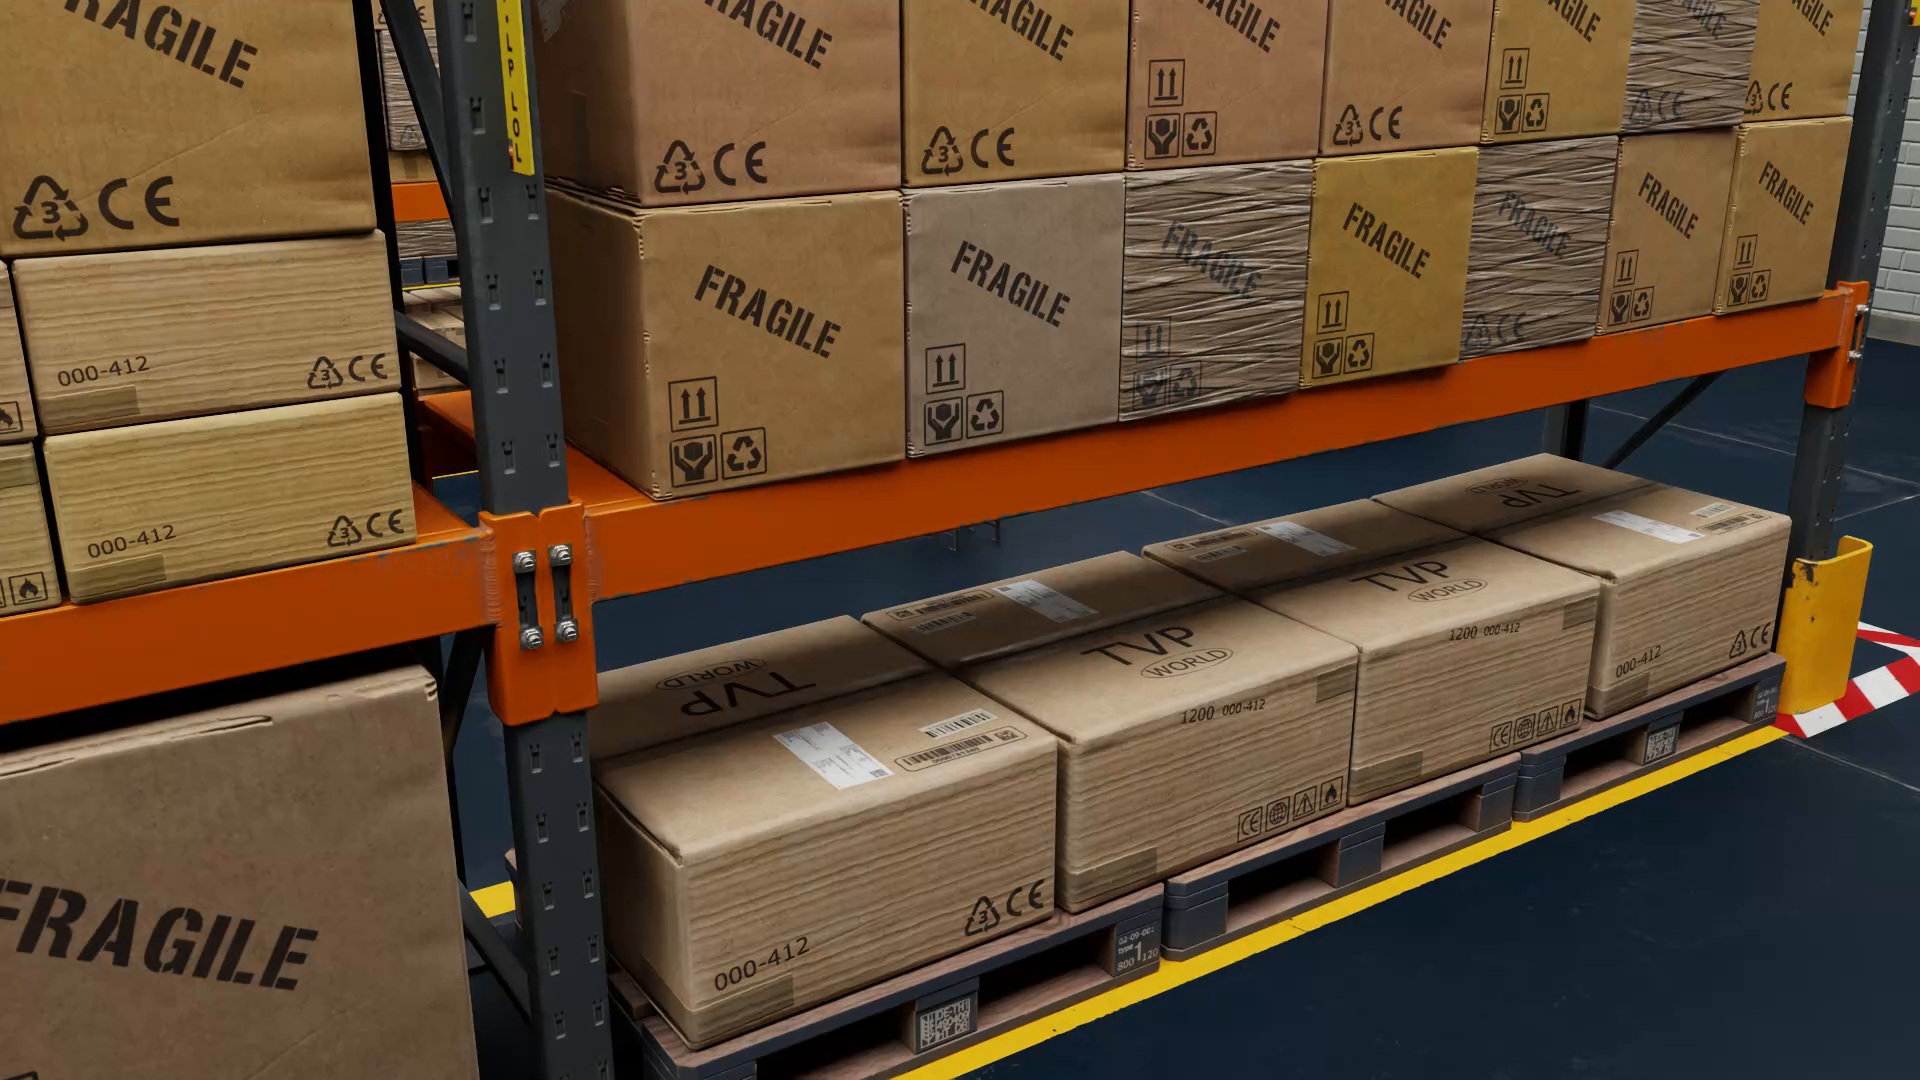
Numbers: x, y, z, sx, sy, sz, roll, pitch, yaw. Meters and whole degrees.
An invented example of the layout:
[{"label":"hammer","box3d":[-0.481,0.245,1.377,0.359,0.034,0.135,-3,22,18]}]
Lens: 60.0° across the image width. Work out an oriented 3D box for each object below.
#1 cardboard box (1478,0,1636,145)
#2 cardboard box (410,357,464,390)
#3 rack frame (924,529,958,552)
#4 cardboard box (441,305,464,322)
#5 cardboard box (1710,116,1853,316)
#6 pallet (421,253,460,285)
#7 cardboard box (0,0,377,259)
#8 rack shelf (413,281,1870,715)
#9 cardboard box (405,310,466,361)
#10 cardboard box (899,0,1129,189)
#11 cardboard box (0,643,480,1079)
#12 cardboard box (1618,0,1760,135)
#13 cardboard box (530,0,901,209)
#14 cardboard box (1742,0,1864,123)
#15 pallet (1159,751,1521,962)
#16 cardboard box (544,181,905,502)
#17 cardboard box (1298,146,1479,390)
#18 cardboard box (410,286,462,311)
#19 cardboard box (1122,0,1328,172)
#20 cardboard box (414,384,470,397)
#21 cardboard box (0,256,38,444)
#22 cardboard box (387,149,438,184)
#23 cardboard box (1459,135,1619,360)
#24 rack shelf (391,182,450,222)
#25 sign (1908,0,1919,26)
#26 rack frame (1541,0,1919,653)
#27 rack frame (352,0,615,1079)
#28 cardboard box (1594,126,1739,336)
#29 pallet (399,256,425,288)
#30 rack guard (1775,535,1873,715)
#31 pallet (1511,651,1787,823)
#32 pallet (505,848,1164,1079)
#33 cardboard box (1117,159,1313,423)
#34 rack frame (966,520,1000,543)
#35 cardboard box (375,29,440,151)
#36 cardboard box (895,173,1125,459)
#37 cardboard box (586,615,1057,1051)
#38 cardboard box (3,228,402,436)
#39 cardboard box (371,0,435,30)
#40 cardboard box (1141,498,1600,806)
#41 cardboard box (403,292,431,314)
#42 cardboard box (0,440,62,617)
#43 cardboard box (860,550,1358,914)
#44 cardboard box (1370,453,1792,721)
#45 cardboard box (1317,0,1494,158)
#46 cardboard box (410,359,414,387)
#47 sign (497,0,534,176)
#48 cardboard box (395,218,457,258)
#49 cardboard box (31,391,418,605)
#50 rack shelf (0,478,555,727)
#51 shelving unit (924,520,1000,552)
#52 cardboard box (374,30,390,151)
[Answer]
[{"label":"cardboard box","box3d":[1.255,-1.240,4.012,0.500,0.500,0.500,-12,22,-32]},{"label":"cardboard box","box3d":[-2.491,-0.833,7.857,0.250,0.149,0.380,-11,21,-29]},{"label":"rack frame","box3d":[-0.078,-0.410,6.552,0.006,0.900,0.240,-12,22,-31]},{"label":"cardboard box","box3d":[-2.292,-1.027,7.965,0.250,0.149,0.380,-13,23,-34]},{"label":"cardboard box","box3d":[2.105,-0.946,4.702,0.500,0.500,0.500,-12,22,-31]},{"label":"pallet","box3d":[-3.713,-2.222,12.987,1.213,0.211,1.003,-12,22,-31]},{"label":"cardboard box","box3d":[-1.213,-0.725,2.487,0.500,0.500,0.500,-11,22,-30]},{"label":"rack shelf","box3d":[0.692,-0.361,4.252,4.000,0.370,1.077,-12,22,-31]},{"label":"cardboard box","box3d":[-2.474,-0.957,7.757,0.250,0.149,0.380,-11,22,-30]},{"label":"cardboard box","box3d":[-0.022,-0.977,3.233,0.500,0.500,0.500,-12,22,-32]},{"label":"cardboard box","box3d":[-1.452,0.589,2.981,0.875,0.875,0.875,-11,22,-30]},{"label":"cardboard box","box3d":[1.670,-1.326,4.267,0.500,0.500,0.500,-12,22,-31]},{"label":"cardboard box","box3d":[-0.448,-0.890,2.975,0.500,0.500,0.500,-12,22,-31]},{"label":"cardboard box","box3d":[2.091,-1.426,4.563,0.500,0.500,0.500,-11,22,-30]},{"label":"pallet","box3d":[0.720,0.642,4.515,1.213,0.211,1.003,-12,22,-31]},{"label":"cardboard box","box3d":[-0.442,-0.409,3.116,0.500,0.500,0.500,-11,22,-30]},{"label":"cardboard box","box3d":[0.829,-0.674,3.897,0.500,0.500,0.500,-11,22,-30]},{"label":"cardboard box","box3d":[-2.582,-1.168,8.381,0.250,0.149,0.380,-13,23,-33]},{"label":"cardboard box","box3d":[0.412,-1.064,3.491,0.500,0.500,0.500,-11,22,-30]},{"label":"cardboard box","box3d":[-2.513,-0.702,7.932,0.250,0.149,0.380,-13,23,-34]},{"label":"cardboard box","box3d":[-1.626,-0.282,2.350,0.500,0.250,0.500,-11,22,-30]},{"label":"cardboard box","box3d":[-2.523,-1.699,7.478,0.250,0.149,0.380,-11,22,-30]},{"label":"cardboard box","box3d":[1.253,-0.768,4.177,0.500,0.500,0.500,-11,22,-30]},{"label":"rack shelf","box3d":[-2.115,-1.667,8.116,4.000,0.370,1.077,-12,22,-31]},{"label":"sign","box3d":[2.649,-1.567,4.519,0.005,0.325,0.100,-12,22,-31]},{"label":"rack frame","box3d":[2.362,-1.054,5.179,0.127,3.000,1.000,-12,22,-31]},{"label":"rack frame","box3d":[-0.978,-0.349,3.095,0.127,3.000,1.000,-12,22,-31]},{"label":"cardboard box","box3d":[1.678,-0.861,4.452,0.500,0.500,0.500,-12,22,-33]},{"label":"pallet","box3d":[-4.731,-2.008,12.356,1.213,0.211,1.003,-12,22,-31]},{"label":"rack guard","box3d":[2.382,0.126,5.592,0.348,0.500,1.175,-12,22,-31]},{"label":"pallet","box3d":[1.738,0.429,5.147,1.213,0.211,1.003,-12,22,-31]},{"label":"pallet","box3d":[-0.300,0.859,3.876,1.213,0.211,1.003,-12,22,-31]},{"label":"cardboard box","box3d":[0.399,-0.583,3.629,0.500,0.500,0.500,-12,22,-31]},{"label":"rack frame","box3d":[0.092,-0.446,6.658,0.006,0.900,0.240,-12,22,-31]},{"label":"cardboard box","box3d":[-2.383,-2.032,7.451,0.500,0.500,0.500,-12,22,-33]},{"label":"cardboard box","box3d":[-0.020,-0.497,3.375,0.500,0.500,0.500,-12,22,-31]},{"label":"cardboard box","box3d":[-0.395,0.584,3.680,0.875,0.438,0.875,-12,22,-32]},{"label":"cardboard box","box3d":[-1.213,-0.372,2.617,0.500,0.250,0.500,-12,22,-31]},{"label":"cardboard box","box3d":[-2.412,-2.508,7.297,0.500,0.500,0.500,-11,22,-31]},{"label":"cardboard box","box3d":[1.106,0.267,4.615,0.875,0.438,0.875,-11,22,-30]},{"label":"cardboard box","box3d":[-2.801,-1.117,8.231,0.250,0.149,0.380,-13,23,-34]},{"label":"cardboard box","box3d":[-1.640,-0.042,2.421,0.500,0.250,0.500,-12,22,-32]},{"label":"cardboard box","box3d":[0.352,0.426,4.147,0.875,0.438,0.875,-13,22,-33]},{"label":"cardboard box","box3d":[1.866,0.104,5.099,0.875,0.438,0.875,-13,23,-33]},{"label":"cardboard box","box3d":[0.834,-1.152,3.752,0.500,0.500,0.500,-12,22,-32]},{"label":"cardboard box","box3d":[-2.734,-0.791,7.732,0.250,0.149,0.380,-13,23,-34]},{"label":"sign","box3d":[-0.672,-0.717,2.498,0.005,0.325,0.100,-12,22,-31]},{"label":"cardboard box","box3d":[-4.339,-2.603,12.422,0.875,0.875,0.875,-12,22,-31]},{"label":"cardboard box","box3d":[-1.214,-0.132,2.686,0.500,0.250,0.500,-13,22,-33]},{"label":"rack shelf","box3d":[-2.649,0.344,2.168,4.000,0.370,1.077,-12,22,-31]},{"label":"shelving unit","box3d":[0.007,-0.428,6.605,0.210,0.900,0.258,-12,22,-31]},{"label":"cardboard box","box3d":[-2.824,-1.953,7.217,0.500,0.500,0.500,-12,22,-31]}]
